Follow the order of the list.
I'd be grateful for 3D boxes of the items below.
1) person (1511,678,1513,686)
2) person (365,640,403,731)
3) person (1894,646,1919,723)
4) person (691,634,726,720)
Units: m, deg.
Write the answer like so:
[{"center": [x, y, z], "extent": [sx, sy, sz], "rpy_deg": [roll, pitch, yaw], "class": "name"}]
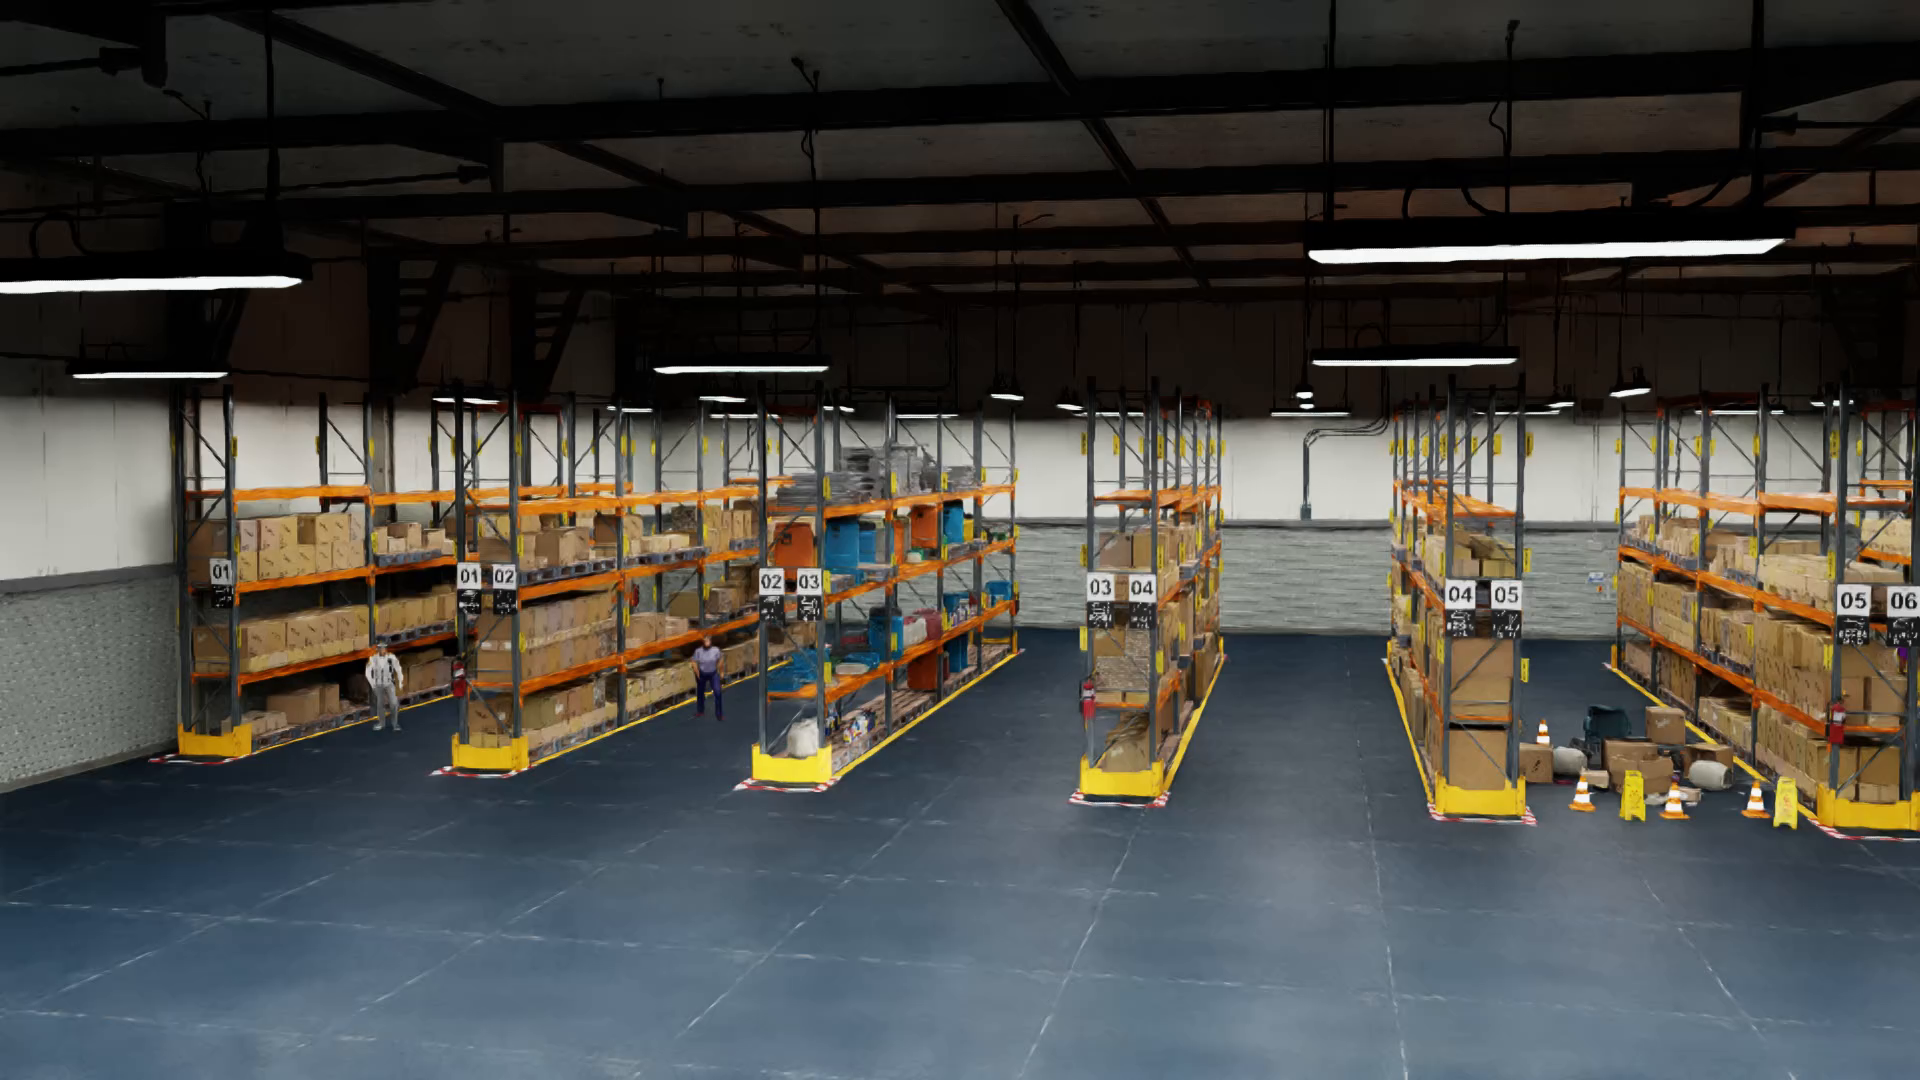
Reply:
[{"center": [11.425, 2.154, 34.844], "extent": [0.494, 1.775, 0.578], "rpy_deg": [3, 4, 42], "class": "person"}, {"center": [-10.138, 2.548, 29.326], "extent": [0.638, 1.615, 0.774], "rpy_deg": [0, 3, -8], "class": "person"}, {"center": [17.154, 2.411, 30.269], "extent": [0.591, 1.763, 0.685], "rpy_deg": [2, 4, 34], "class": "person"}, {"center": [-4.612, 2.500, 30.549], "extent": [0.647, 1.563, 0.821], "rpy_deg": [0, 3, -5], "class": "person"}]
